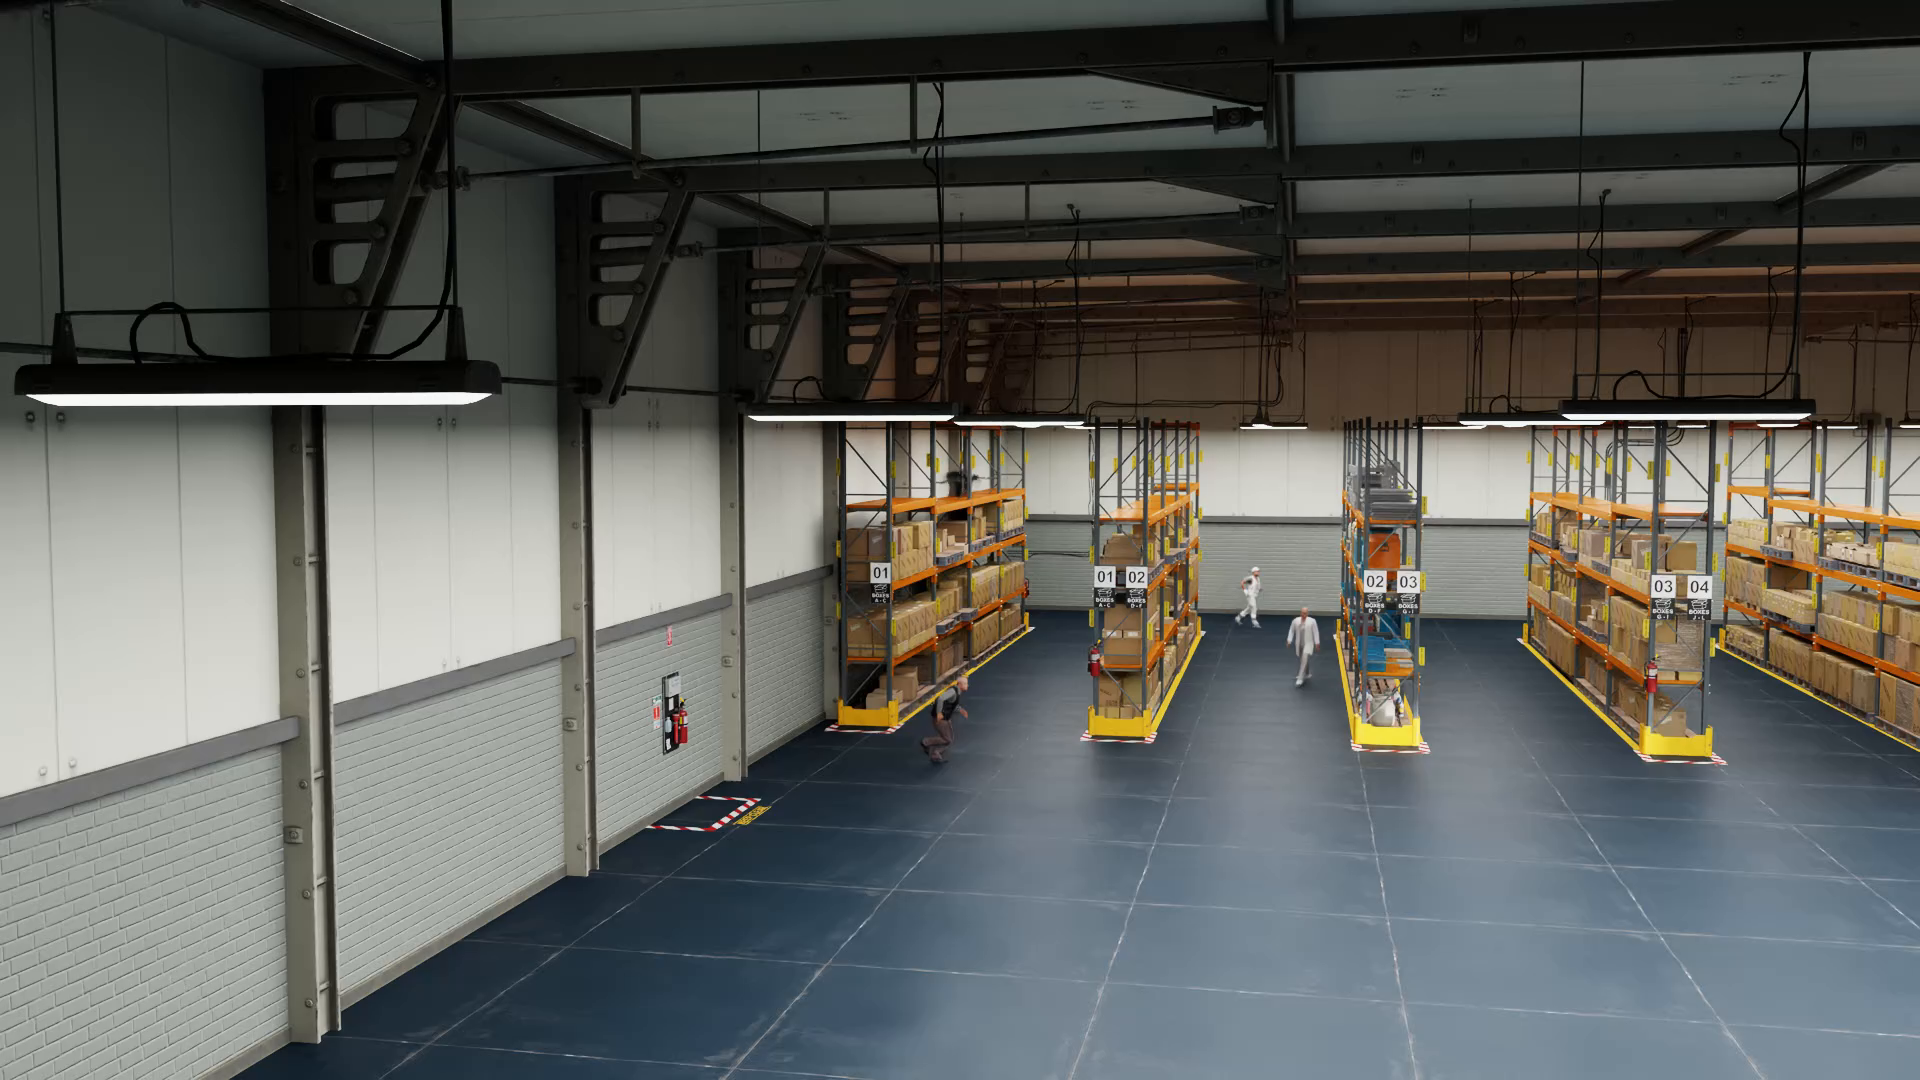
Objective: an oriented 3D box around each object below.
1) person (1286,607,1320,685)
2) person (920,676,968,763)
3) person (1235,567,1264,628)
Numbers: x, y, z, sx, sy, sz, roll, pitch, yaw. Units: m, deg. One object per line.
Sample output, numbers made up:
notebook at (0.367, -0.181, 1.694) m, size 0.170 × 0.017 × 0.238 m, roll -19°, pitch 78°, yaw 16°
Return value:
person at (7.768, 2.369, 37.634) m, size 0.706 × 1.724 × 1.062 m, roll 2°, pitch 4°, yaw 32°
person at (-0.276, 3.106, 28.692) m, size 0.863 × 1.530 × 0.676 m, roll 1°, pitch 4°, yaw 13°
person at (8.542, 1.660, 48.726) m, size 0.970 × 1.736 × 0.741 m, roll 3°, pitch 5°, yaw 37°
